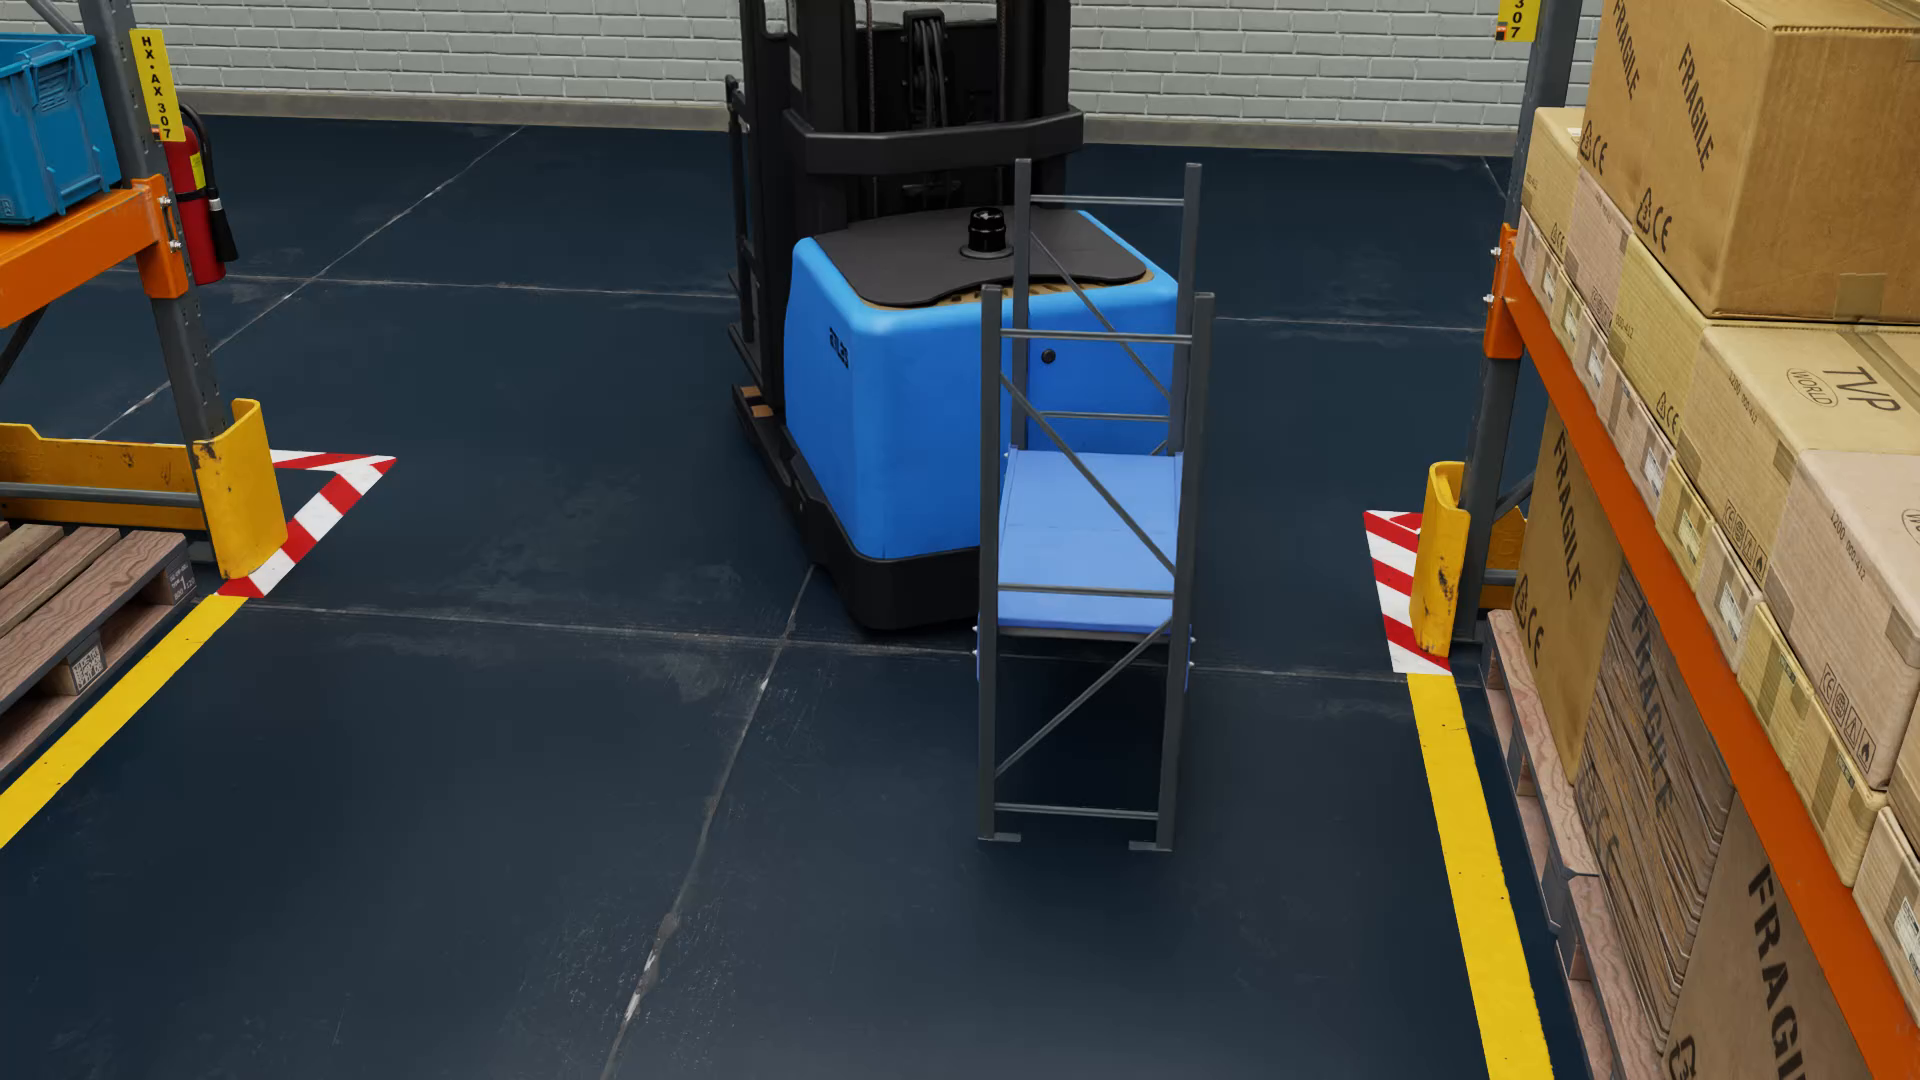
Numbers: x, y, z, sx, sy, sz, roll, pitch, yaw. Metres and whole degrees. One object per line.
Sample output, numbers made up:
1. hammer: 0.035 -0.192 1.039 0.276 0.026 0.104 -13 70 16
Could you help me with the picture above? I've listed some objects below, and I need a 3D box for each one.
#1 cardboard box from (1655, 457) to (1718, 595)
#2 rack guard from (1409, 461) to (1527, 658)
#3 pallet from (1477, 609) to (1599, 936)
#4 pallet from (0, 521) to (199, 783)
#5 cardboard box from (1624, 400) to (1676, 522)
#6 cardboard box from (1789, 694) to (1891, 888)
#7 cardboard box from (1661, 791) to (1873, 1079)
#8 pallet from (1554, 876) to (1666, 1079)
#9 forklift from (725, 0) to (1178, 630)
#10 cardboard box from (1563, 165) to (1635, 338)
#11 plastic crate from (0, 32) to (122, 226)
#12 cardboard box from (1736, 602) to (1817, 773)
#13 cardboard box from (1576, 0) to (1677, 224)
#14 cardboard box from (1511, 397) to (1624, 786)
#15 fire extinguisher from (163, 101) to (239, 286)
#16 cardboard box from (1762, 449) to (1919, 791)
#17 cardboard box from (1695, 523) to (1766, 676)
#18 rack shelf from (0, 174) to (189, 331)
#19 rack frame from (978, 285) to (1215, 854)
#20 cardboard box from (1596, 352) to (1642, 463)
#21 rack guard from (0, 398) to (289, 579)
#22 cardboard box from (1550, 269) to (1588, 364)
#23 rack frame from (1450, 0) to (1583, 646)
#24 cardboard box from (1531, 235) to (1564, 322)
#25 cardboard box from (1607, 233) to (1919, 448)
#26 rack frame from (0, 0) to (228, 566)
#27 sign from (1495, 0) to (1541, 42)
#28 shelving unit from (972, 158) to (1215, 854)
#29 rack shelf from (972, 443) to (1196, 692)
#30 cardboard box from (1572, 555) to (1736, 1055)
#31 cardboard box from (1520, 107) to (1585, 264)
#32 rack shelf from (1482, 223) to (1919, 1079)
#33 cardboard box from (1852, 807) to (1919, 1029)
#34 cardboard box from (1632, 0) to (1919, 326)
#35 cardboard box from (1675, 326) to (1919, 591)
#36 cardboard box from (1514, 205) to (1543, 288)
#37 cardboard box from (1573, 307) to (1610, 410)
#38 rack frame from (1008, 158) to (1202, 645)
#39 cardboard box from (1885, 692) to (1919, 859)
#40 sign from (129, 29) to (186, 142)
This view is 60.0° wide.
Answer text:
1. cardboard box: 1.447 -0.019 2.888 0.380 0.149 0.250 3 28 5
2. rack guard: 2.008 0.087 5.061 1.175 0.500 0.348 3 28 6
3. pallet: 1.985 0.607 4.401 1.003 0.211 1.213 3 28 6
4. pallet: -3.050 0.324 4.926 1.003 0.211 1.213 3 28 6
5. cardboard box: 1.479 -0.138 3.108 0.380 0.149 0.250 3 28 6
6. cardboard box: 1.353 0.345 2.212 0.380 0.149 0.250 4 29 7
7. cardboard box: 1.786 0.902 2.710 0.875 0.875 0.875 3 28 6
8. pallet: 1.833 1.180 3.338 1.003 0.211 1.213 3 28 6
9. forklift: -0.263 -1.697 5.810 1.130 2.935 3.031 -9 30 -16
10. cardboard box: 1.621 -0.611 3.567 0.500 0.250 0.500 3 28 6
11. plastic crate: -2.766 -1.163 4.646 0.616 0.435 0.499 3 28 6
12. cardboard box: 1.384 0.224 2.436 0.380 0.149 0.250 3 28 5
13. cardboard box: 1.617 -0.951 3.407 0.500 0.500 0.500 3 28 5
14. cardboard box: 2.006 0.055 4.283 0.875 0.875 0.875 3 28 6
15. fire extinguisher: -2.441 -1.136 5.171 0.296 0.674 0.183 3 28 6
16. cardboard box: 1.432 0.109 2.229 0.500 0.250 0.500 4 29 7
17. cardboard box: 1.417 0.105 2.658 0.380 0.149 0.250 4 29 7
18. rack shelf: -3.155 -0.031 3.404 1.077 0.370 4.000 3 28 6
19. rack frame: 0.296 0.124 3.939 0.500 1.500 0.032 3 28 5
20. cardboard box: 1.510 -0.259 3.334 0.380 0.149 0.250 3 28 5
21. rack guard: -2.920 -0.201 5.596 1.175 0.500 0.348 3 28 6
22. cardboard box: 1.573 -0.502 3.784 0.380 0.149 0.250 3 28 5
23. rack frame: 2.005 -1.002 4.447 1.000 3.000 0.127 3 28 6
24. cardboard box: 1.604 -0.622 4.007 0.380 0.149 0.250 3 28 5
25. cardboard box: 1.556 -0.375 3.128 0.500 0.250 0.500 2 28 4
26. rack frame: -2.910 -1.290 4.981 1.000 3.000 0.127 3 28 6
27. sign: 1.455 -1.453 4.288 0.100 0.325 0.005 3 28 6
28. shelving unit: 0.348 -0.116 4.384 0.538 1.500 1.048 3 28 5
29. rack shelf: 0.348 0.042 4.469 0.538 0.185 1.000 3 28 5
30. cardboard box: 1.895 0.483 3.488 0.875 0.875 0.875 3 28 6
31. cardboard box: 1.678 -0.856 4.021 0.500 0.250 0.500 3 28 5
32. rack shelf: 1.760 0.256 2.870 1.077 0.370 4.000 3 28 6
33. cardboard box: 1.322 0.466 1.987 0.380 0.149 0.250 4 29 7
34. cardboard box: 1.560 -0.707 2.953 0.500 0.500 0.500 3 28 5
35. cardboard box: 1.497 -0.129 2.671 0.500 0.250 0.500 3 28 5
36. cardboard box: 1.634 -0.743 4.232 0.380 0.149 0.250 4 29 7
37. cardboard box: 1.542 -0.379 3.556 0.380 0.149 0.250 3 28 5
38. rack frame: 0.399 -0.356 4.829 0.500 1.500 0.032 3 28 5
39. cardboard box: 1.370 0.349 1.783 0.500 0.250 0.500 4 29 8
40. sign: -2.362 -1.337 4.897 0.100 0.325 0.005 3 28 6
